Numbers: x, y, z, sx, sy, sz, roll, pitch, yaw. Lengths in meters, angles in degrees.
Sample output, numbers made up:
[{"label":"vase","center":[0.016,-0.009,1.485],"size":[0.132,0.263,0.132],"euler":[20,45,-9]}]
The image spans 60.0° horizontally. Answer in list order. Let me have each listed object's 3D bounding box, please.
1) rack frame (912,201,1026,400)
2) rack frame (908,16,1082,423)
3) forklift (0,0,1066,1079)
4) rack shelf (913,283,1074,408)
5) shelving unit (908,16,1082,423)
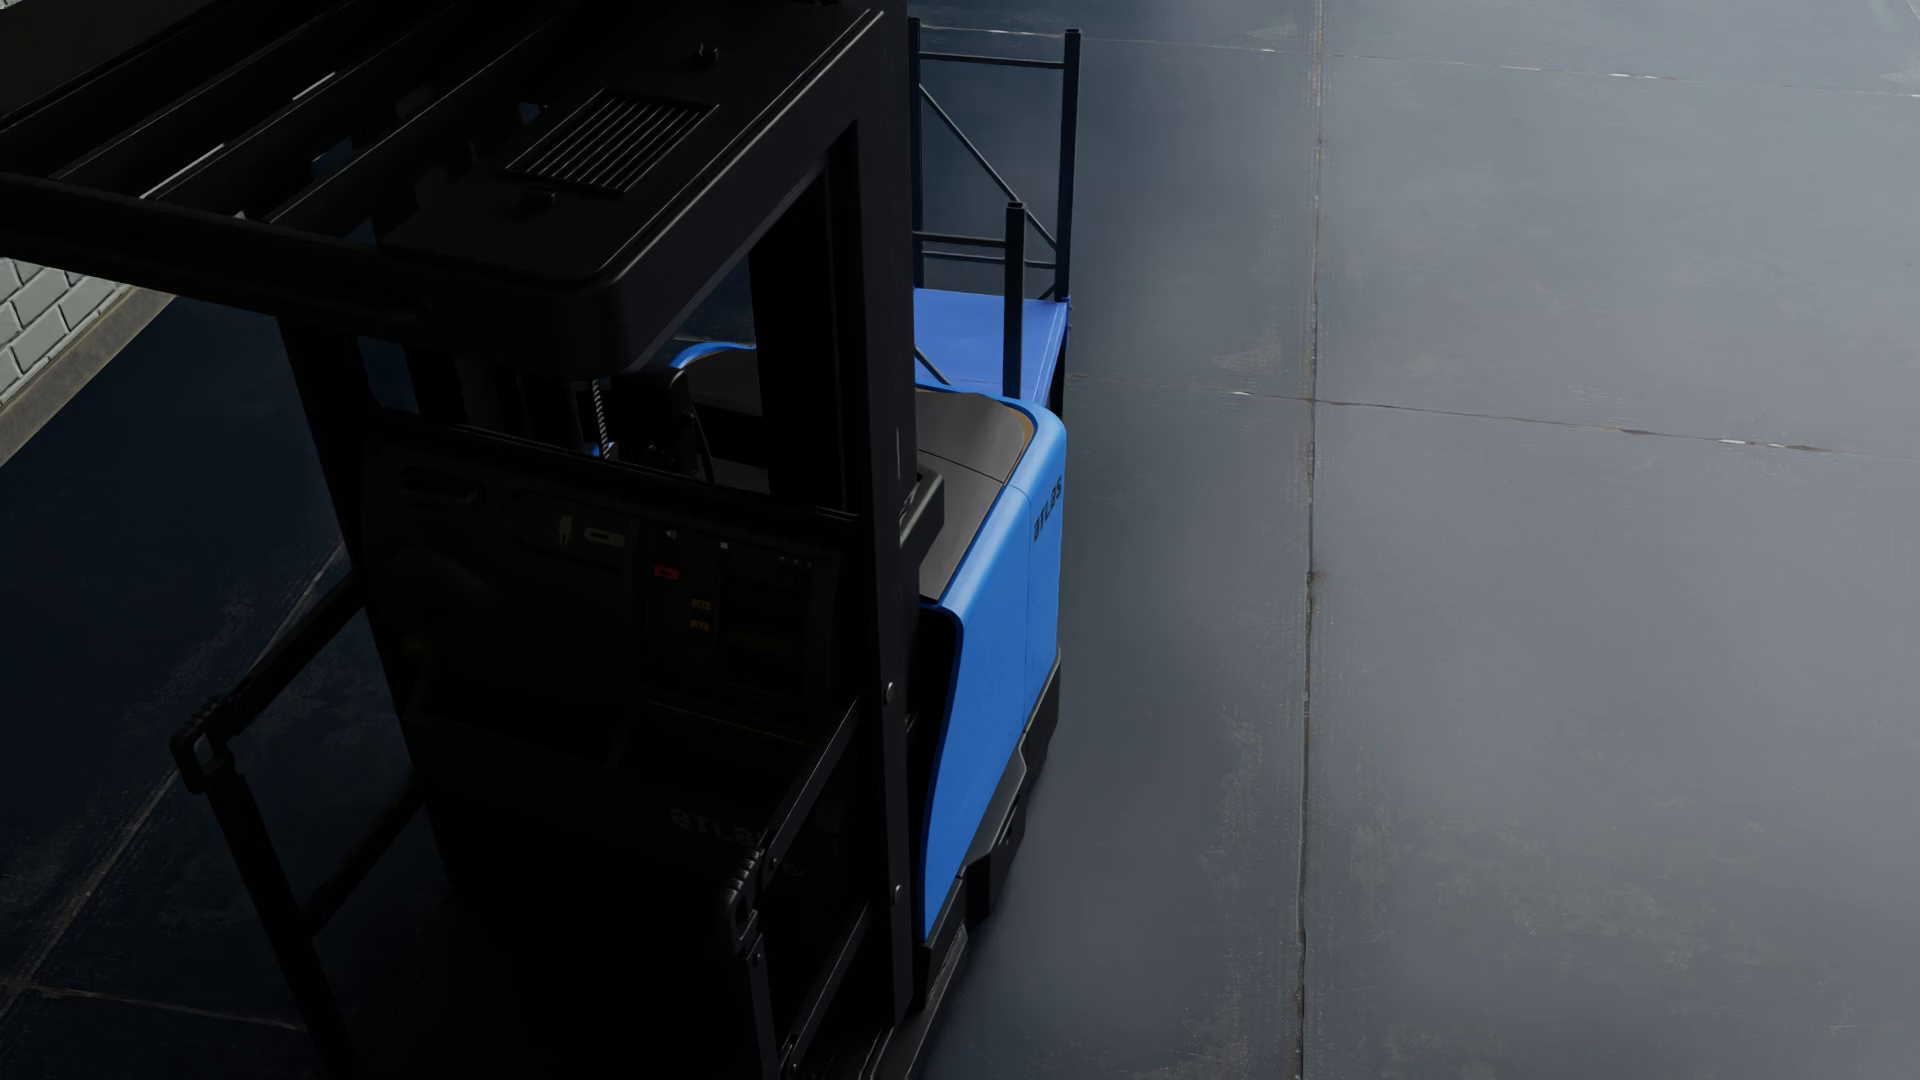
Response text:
[{"label":"rack frame","center":[-0.095,-0.220,4.339],"size":[0.500,1.500,0.032],"euler":[7,40,8]},{"label":"rack frame","center":[0.089,-0.857,5.109],"size":[0.500,1.500,0.032],"euler":[7,40,8]},{"label":"forklift","center":[-0.712,0.161,2.755],"size":[1.130,2.935,3.031],"euler":[13,41,15]},{"label":"rack shelf","center":[-0.003,-0.400,4.839],"size":[0.538,0.185,1.000],"euler":[7,40,8]},{"label":"shelving unit","center":[-0.003,-0.538,4.724],"size":[0.538,1.500,1.048],"euler":[7,40,8]}]
